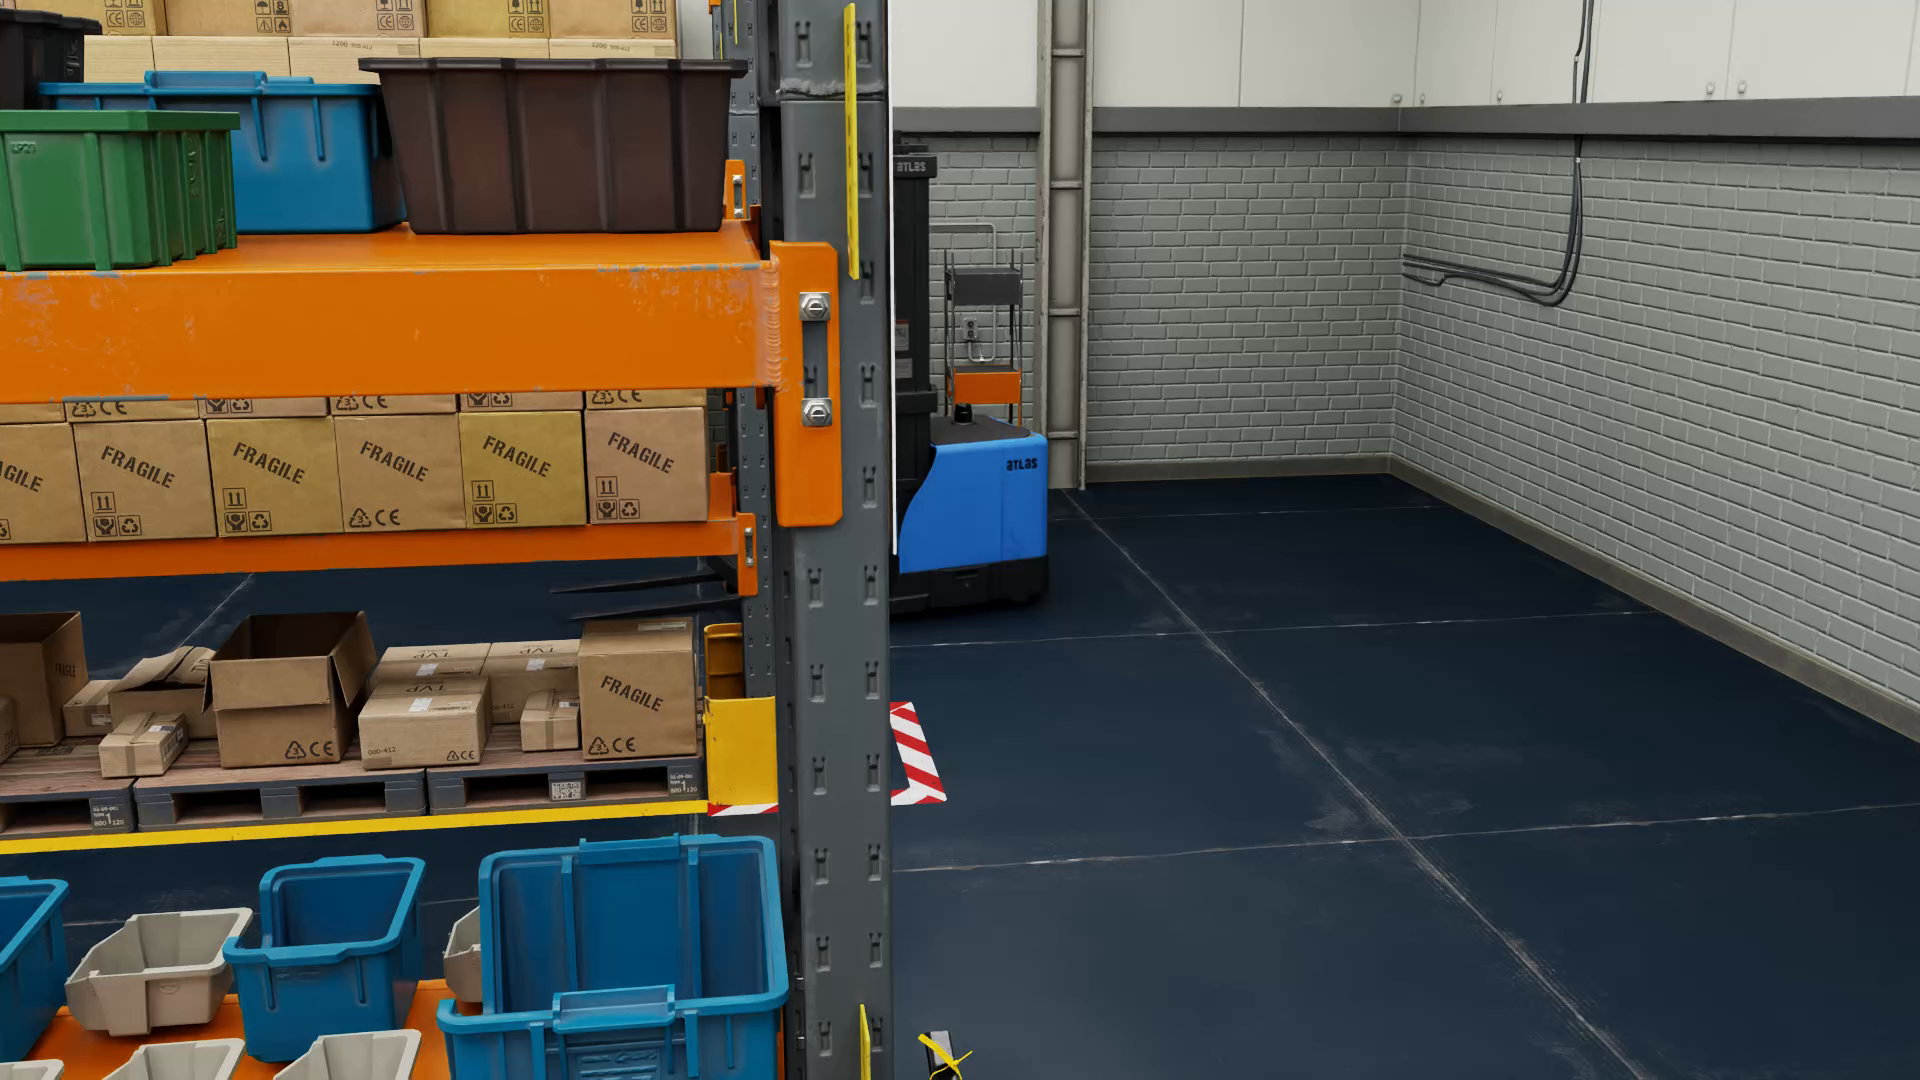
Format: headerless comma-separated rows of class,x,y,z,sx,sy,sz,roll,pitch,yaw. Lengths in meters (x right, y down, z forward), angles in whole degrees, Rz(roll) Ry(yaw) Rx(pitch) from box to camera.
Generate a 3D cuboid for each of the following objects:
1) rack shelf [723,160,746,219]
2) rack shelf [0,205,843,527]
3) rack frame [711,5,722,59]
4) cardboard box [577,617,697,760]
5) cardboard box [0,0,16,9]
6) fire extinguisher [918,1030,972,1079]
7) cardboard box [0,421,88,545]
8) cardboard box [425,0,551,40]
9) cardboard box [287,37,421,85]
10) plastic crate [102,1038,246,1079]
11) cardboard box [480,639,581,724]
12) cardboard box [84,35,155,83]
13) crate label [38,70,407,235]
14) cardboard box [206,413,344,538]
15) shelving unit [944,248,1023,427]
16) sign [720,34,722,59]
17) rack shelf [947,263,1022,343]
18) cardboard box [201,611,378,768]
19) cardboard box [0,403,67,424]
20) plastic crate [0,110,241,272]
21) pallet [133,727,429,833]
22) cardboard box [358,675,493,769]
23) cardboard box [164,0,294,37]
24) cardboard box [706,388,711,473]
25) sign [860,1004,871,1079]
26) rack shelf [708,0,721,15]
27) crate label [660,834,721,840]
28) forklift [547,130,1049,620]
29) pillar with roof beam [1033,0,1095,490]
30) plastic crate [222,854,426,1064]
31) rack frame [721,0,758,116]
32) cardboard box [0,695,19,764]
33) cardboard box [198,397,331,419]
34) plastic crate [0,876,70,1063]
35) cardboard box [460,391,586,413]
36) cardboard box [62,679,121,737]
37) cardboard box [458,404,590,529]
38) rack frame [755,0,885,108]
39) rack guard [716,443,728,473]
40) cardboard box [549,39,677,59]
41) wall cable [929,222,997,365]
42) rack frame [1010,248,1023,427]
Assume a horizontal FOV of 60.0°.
rack shelf,-2.944,-1.441,7.115,4.000,0.370,1.077,-2,14,-8
rack shelf,-2.210,-0.250,2.364,4.000,0.370,1.077,-2,14,-8
rack frame,-1.708,-4.509,11.703,0.127,3.000,1.000,-2,14,-8
cardboard box,-1.467,0.670,7.617,0.500,0.500,0.500,-2,14,-8
cardboard box,-3.931,-2.262,6.648,0.500,0.500,0.700,-2,14,-8
fire extinguisher,-0.015,1.106,2.571,0.183,0.674,0.296,-2,14,-8
cardboard box,-3.871,-0.284,6.981,0.500,0.500,0.500,-2,14,-7
cardboard box,-1.979,-2.376,7.102,0.500,0.500,0.700,-2,14,-8
cardboard box,-2.426,-1.917,6.814,0.500,0.250,0.500,-2,14,-8
plastic crate,-1.300,0.963,2.635,0.243,0.136,0.396,-2,14,-8
cardboard box,-2.041,0.682,8.084,0.500,0.250,0.500,-2,14,-8
cardboard box,-3.413,-1.879,6.663,0.500,0.250,0.500,-2,14,-8
crate label,-1.193,-0.643,2.760,0.502,0.251,0.408,-2,14,-8
cardboard box,-2.874,-0.320,7.126,0.500,0.500,0.500,-2,14,-9
shelving unit,0.164,-1.024,11.990,0.503,2.100,0.431,-2,14,-8
sign,-1.641,-3.314,11.447,0.005,0.325,0.100,-2,14,-8
rack shelf,0.164,-1.690,11.823,0.480,0.518,0.431,-2,14,-8
cardboard box,-3.065,0.665,7.630,0.637,0.503,0.797,-2,14,-8
cardboard box,-3.904,-0.765,6.843,0.500,0.500,0.500,-3,14,-10
plastic crate,-1.165,-0.464,2.175,0.336,0.188,0.450,-2,14,-8
pallet,-3.033,1.020,7.721,1.213,0.211,1.003,-2,14,-8
cardboard box,-2.411,0.819,7.539,0.500,0.250,0.500,-2,14,-8
cardboard box,-2.966,-2.336,6.944,0.500,0.500,0.700,-2,14,-8
cardboard box,-1.444,-0.504,7.858,0.500,0.500,0.500,-2,14,-7
sign,-0.134,0.836,2.385,0.005,0.325,0.100,-2,14,-8
rack shelf,-3.686,-3.894,11.550,4.000,0.370,1.077,-2,14,-8
crate label,-0.525,0.766,3.223,0.303,0.233,0.416,-2,14,-8
forklift,-0.993,-0.983,10.116,3.031,2.935,1.130,-6,15,-24
pillar with roof beam,1.474,-3.780,8.793,0.400,9.000,9.100,-2,14,-8
plastic crate,-1.176,0.790,3.128,0.300,0.233,0.416,-2,14,-8
rack frame,-0.966,-3.318,6.952,0.127,3.000,1.000,-2,14,-8
cardboard box,-4.474,0.865,7.230,0.500,0.311,0.500,-2,14,-8
cardboard box,-2.885,-0.802,6.992,0.500,0.500,0.500,-2,14,-7
plastic crate,-1.827,0.813,3.033,0.300,0.233,0.416,-2,14,-8
cardboard box,-1.865,-0.841,7.146,0.500,0.500,0.500,-2,14,-7
cardboard box,-4.039,0.790,7.863,0.250,0.149,0.380,-2,14,-8
cardboard box,-1.881,-0.355,7.265,0.500,0.500,0.500,-2,14,-8
rack frame,-0.232,-2.126,2.200,0.127,3.000,1.000,-2,14,-8
rack guard,-1.684,-0.388,12.740,0.348,0.500,1.175,-2,14,-8
cardboard box,-1.436,-1.953,6.955,0.500,0.250,0.500,-2,14,-8
wall cable,-0.583,-2.366,13.401,1.851,1.984,0.084,-2,14,-8
rack frame,0.405,-1.033,12.026,0.015,2.100,0.400,-2,14,-8
